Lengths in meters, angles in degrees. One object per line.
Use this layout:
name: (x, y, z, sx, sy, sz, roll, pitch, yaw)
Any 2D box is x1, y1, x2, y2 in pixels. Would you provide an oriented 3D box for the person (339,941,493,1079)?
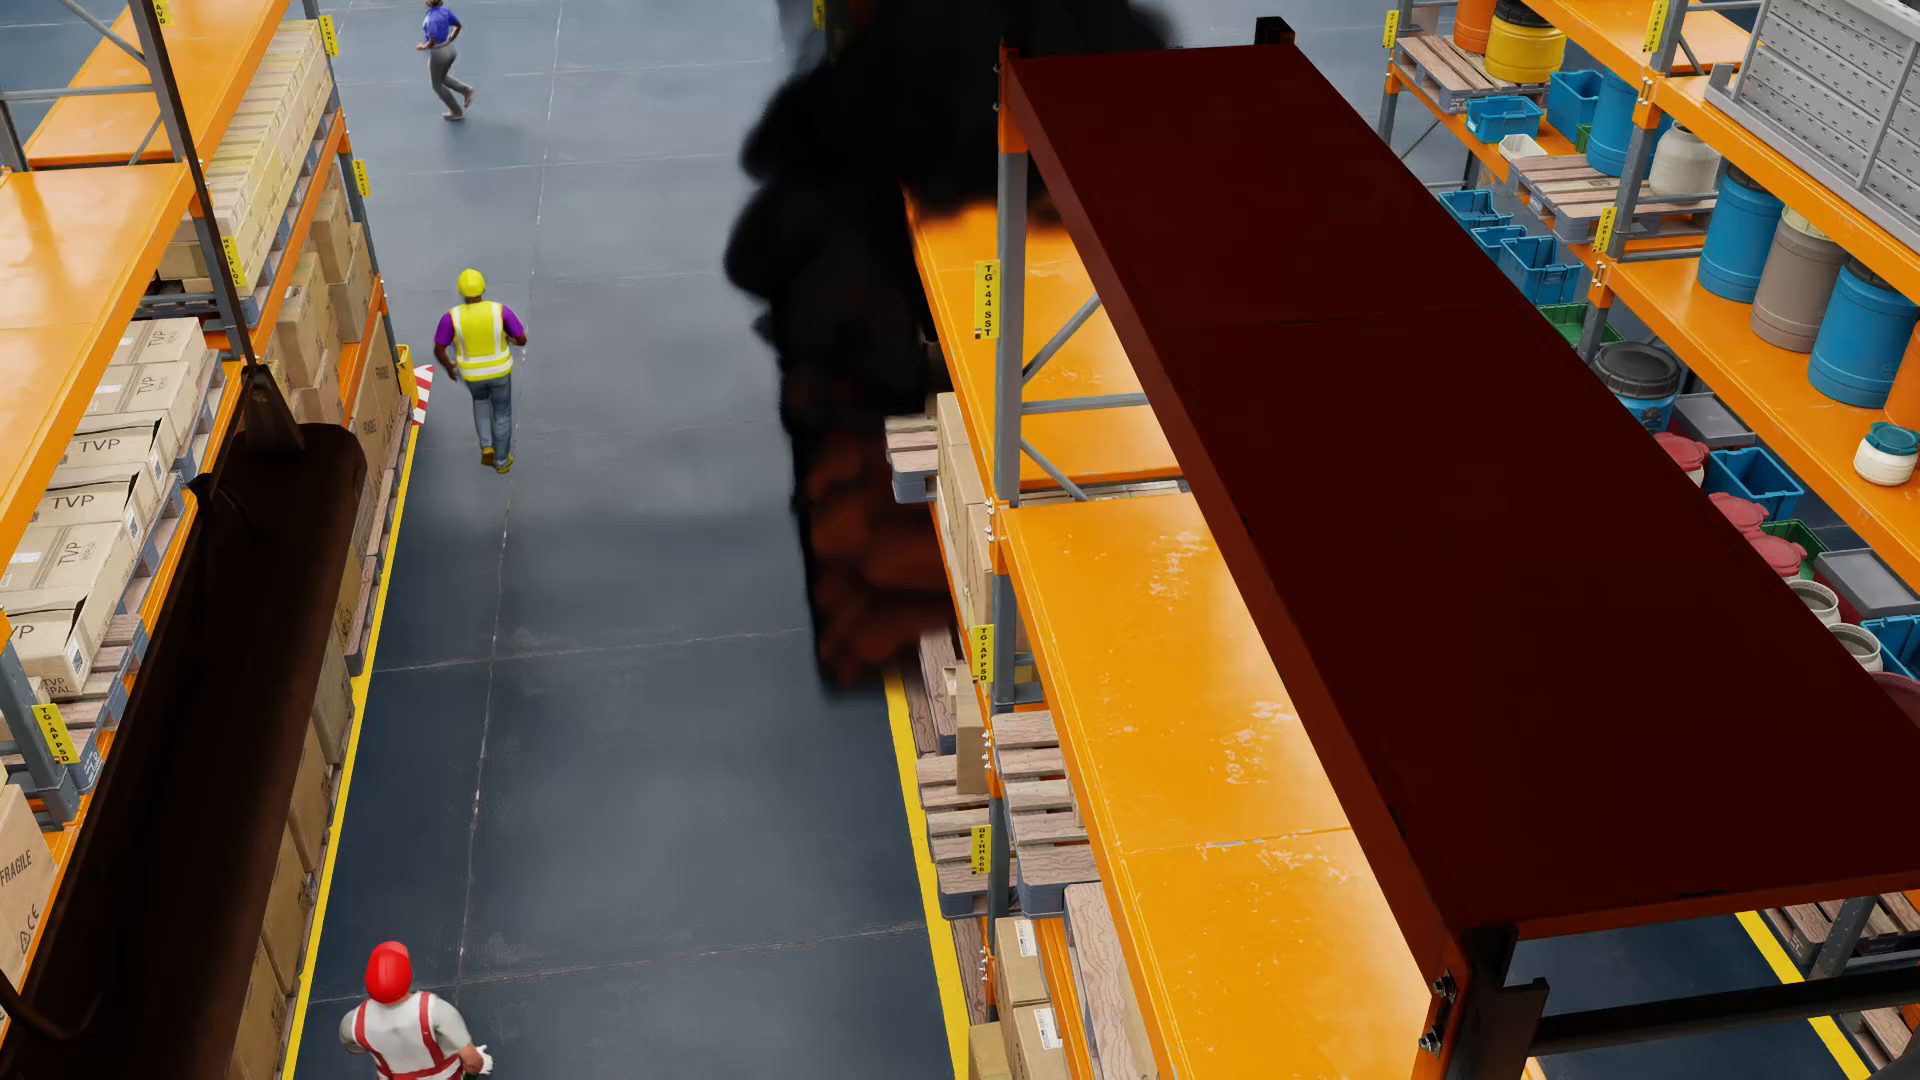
person: (-2.559, 2.565, 7.992, 0.641, 1.844, 0.696, -9, 37, -12)

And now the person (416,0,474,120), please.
person: (-6.262, -5.868, 20.095, 0.559, 1.611, 0.575, 9, 37, 12)

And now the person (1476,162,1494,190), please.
person: (6.157, -4.581, 18.297, 0.779, 1.736, 0.582, 15, 39, 19)

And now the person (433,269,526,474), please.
person: (-3.809, -1.387, 13.404, 0.700, 1.776, 0.576, -6, 37, -9)
